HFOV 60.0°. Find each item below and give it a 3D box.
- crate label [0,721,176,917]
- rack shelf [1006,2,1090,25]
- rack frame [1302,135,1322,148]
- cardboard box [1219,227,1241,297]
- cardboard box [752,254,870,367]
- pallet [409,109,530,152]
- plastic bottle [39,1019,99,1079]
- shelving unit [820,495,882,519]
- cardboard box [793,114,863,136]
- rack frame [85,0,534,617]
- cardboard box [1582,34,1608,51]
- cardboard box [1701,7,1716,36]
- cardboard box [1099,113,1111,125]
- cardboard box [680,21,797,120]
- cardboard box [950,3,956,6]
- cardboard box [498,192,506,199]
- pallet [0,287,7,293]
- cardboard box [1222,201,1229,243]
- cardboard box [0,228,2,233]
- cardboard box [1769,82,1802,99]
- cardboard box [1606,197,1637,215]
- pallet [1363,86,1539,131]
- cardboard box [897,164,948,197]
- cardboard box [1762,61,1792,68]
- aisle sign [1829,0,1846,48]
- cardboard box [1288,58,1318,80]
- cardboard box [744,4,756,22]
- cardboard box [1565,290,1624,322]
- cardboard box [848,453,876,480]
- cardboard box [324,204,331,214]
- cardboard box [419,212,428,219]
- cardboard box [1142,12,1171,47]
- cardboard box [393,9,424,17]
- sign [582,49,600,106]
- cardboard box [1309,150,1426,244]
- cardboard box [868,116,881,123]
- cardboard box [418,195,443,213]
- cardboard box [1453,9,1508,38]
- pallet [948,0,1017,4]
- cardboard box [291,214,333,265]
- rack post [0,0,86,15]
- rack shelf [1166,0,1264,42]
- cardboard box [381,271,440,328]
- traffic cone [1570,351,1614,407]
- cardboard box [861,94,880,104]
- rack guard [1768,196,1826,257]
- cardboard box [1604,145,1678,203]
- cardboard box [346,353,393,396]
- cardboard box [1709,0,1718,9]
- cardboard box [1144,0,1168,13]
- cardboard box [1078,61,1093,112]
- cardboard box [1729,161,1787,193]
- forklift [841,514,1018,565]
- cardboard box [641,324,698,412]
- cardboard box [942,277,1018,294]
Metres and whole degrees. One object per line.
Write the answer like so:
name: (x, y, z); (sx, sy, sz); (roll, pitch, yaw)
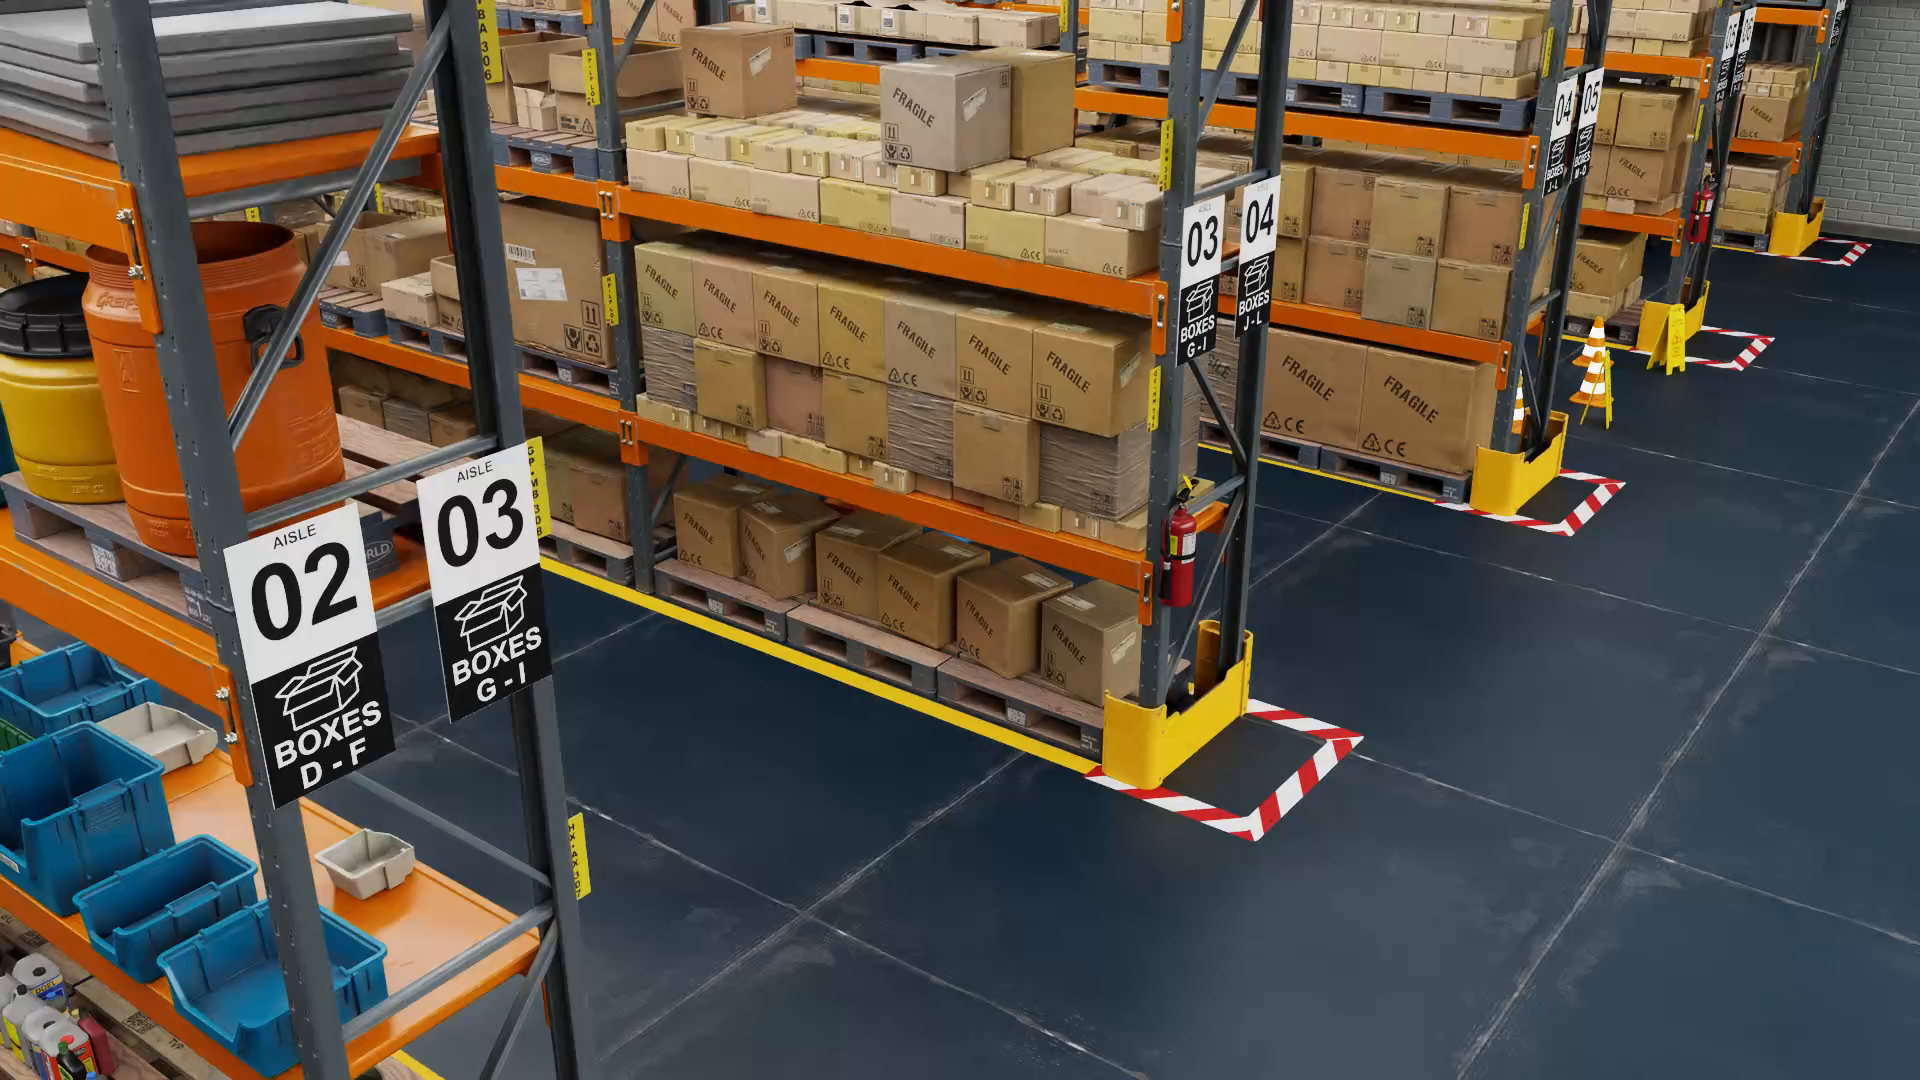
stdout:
crate label: (-3.289, 1.024, 6.163); (0.616, 0.435, 0.502); (17, 29, 33)
rack shelf: (2.459, -5.892, 19.075); (4.000, 0.370, 1.077); (17, 29, 33)
rack frame: (4.059, -4.365, 18.437); (0.127, 3.000, 1.000); (17, 29, 33)
cardboard box: (2.289, -2.433, 13.865); (0.550, 0.550, 0.875); (17, 29, 33)
cardboard box: (-0.876, -1.375, 9.917); (0.500, 0.500, 0.500); (17, 29, 33)
pallet: (-3.146, -2.888, 11.597); (1.003, 0.211, 1.213); (17, 29, 33)
plastic bottle: (-3.572, 2.070, 6.664); (0.135, 0.276, 0.152); (17, 29, 34)
shelving unit: (-0.684, -0.273, 11.368); (0.503, 1.200, 0.258); (15, 38, 32)
cardboard box: (-0.803, -2.484, 10.138); (0.250, 0.149, 0.380); (16, 28, 32)
rack frame: (-1.654, -1.348, 4.148); (0.127, 3.000, 1.000); (17, 29, 33)
cardboard box: (6.233, -4.859, 16.149); (0.250, 0.149, 0.380); (17, 29, 34)
cardboard box: (7.018, -5.045, 16.078); (0.500, 0.250, 0.500); (16, 29, 32)
cardboard box: (1.852, -5.004, 19.679); (0.250, 0.149, 0.380); (19, 30, 36)
cardboard box: (-1.371, -2.924, 10.334); (0.500, 0.500, 0.500); (16, 28, 32)
cardboard box: (-0.199, -4.813, 15.256); (0.258, 0.266, 0.396); (17, 29, 33)
cardboard box: (-5.566, -4.074, 20.053); (0.250, 0.149, 0.380); (19, 30, 36)
pallet: (-4.219, -0.713, 6.662); (1.003, 0.211, 1.213); (17, 29, 33)
cardboard box: (1.086, -1.704, 8.864); (0.500, 0.250, 0.500); (18, 29, 35)
cardboard box: (-8.933, -3.018, 15.690); (0.250, 0.149, 0.380); (17, 29, 34)
cardboard box: (9.789, -5.336, 19.712); (0.250, 0.149, 0.380); (17, 29, 34)
cardboard box: (6.563, -3.330, 16.398); (0.250, 0.149, 0.380); (16, 29, 33)
pallet: (3.772, -3.284, 12.374); (1.213, 0.211, 1.003); (17, 29, 33)
cardboard box: (-0.129, -1.970, 8.973); (0.250, 0.149, 0.380); (15, 28, 31)
cardboard box: (9.918, -5.713, 20.200); (0.250, 0.149, 0.380); (18, 29, 35)
aisle sign: (10.110, -6.079, 19.103); (0.004, 0.787, 0.394); (17, 29, 33)
cardboard box: (2.683, -3.612, 12.674); (0.250, 0.149, 0.380); (17, 29, 34)
cardboard box: (-1.858, -5.074, 15.992); (0.250, 0.149, 0.380); (16, 28, 31)
cardboard box: (6.433, -2.446, 16.971); (0.500, 0.250, 0.500); (17, 29, 33)
cardboard box: (-0.457, -0.499, 9.975); (0.250, 0.149, 0.380); (17, 29, 33)
cardboard box: (-7.945, -4.266, 21.227); (0.250, 0.149, 0.380); (17, 29, 33)
cardboard box: (-6.264, -3.888, 20.000); (0.250, 0.149, 0.380); (17, 29, 34)
cardboard box: (1.799, -4.092, 13.268); (0.500, 0.250, 0.500); (17, 29, 33)
cardboard box: (-4.136, -3.627, 12.297); (0.500, 0.500, 0.500); (17, 29, 33)
sign: (-2.214, -2.777, 9.983); (0.005, 0.325, 0.100); (17, 29, 33)
cardboard box: (3.236, -2.724, 13.186); (0.550, 0.550, 0.875); (17, 29, 33)
cardboard box: (-0.450, -3.734, 15.640); (0.500, 0.500, 0.700); (16, 29, 33)
cardboard box: (-6.264, -4.035, 19.964); (0.250, 0.149, 0.380); (18, 29, 35)
cardboard box: (3.700, -3.670, 11.816); (0.250, 0.149, 0.380); (17, 29, 34)
pallet: (0.312, -6.757, 20.380); (1.003, 0.211, 1.213); (18, 30, 36)
cardboard box: (-5.311, -2.386, 13.821); (0.500, 0.500, 0.500); (18, 29, 35)
rack post: (-3.223, -1.772, 5.204); (0.954, 0.300, 0.937); (16, 29, 32)
rack shelf: (-0.284, -3.099, 9.018); (4.000, 0.370, 1.077); (17, 29, 33)
cardboard box: (-3.882, -1.779, 12.233); (0.500, 0.250, 0.500); (16, 28, 32)
traffic cone: (5.749, -1.484, 15.045); (0.334, 0.463, 0.336); (17, 29, 33)
cardboard box: (-0.938, -5.662, 21.566); (0.500, 0.250, 0.500); (16, 29, 32)
rack guard: (10.253, -3.850, 20.369); (0.348, 0.500, 1.175); (17, 29, 33)
cardboard box: (6.661, -3.622, 16.257); (0.500, 0.500, 0.500); (16, 29, 32)
cardboard box: (-4.531, -1.383, 13.294); (0.500, 0.250, 0.500); (18, 30, 35)
cardboard box: (7.098, -5.172, 15.871); (0.250, 0.149, 0.380); (17, 29, 33)
cardboard box: (1.666, -4.284, 13.210); (0.250, 0.149, 0.380); (17, 29, 33)
cardboard box: (1.501, -5.399, 19.770); (0.500, 0.500, 0.500); (19, 30, 36)
cardboard box: (9.679, -4.402, 20.171); (0.500, 0.250, 0.500); (18, 29, 35)
forklift: (0.518, -1.544, 12.119); (1.130, 2.935, 3.031); (21, 31, 39)
cardboard box: (-1.561, -1.221, 10.808); (0.500, 0.500, 0.875); (17, 29, 33)
cardboard box: (0.243, -1.304, 9.757); (0.500, 0.500, 0.500); (17, 29, 33)
